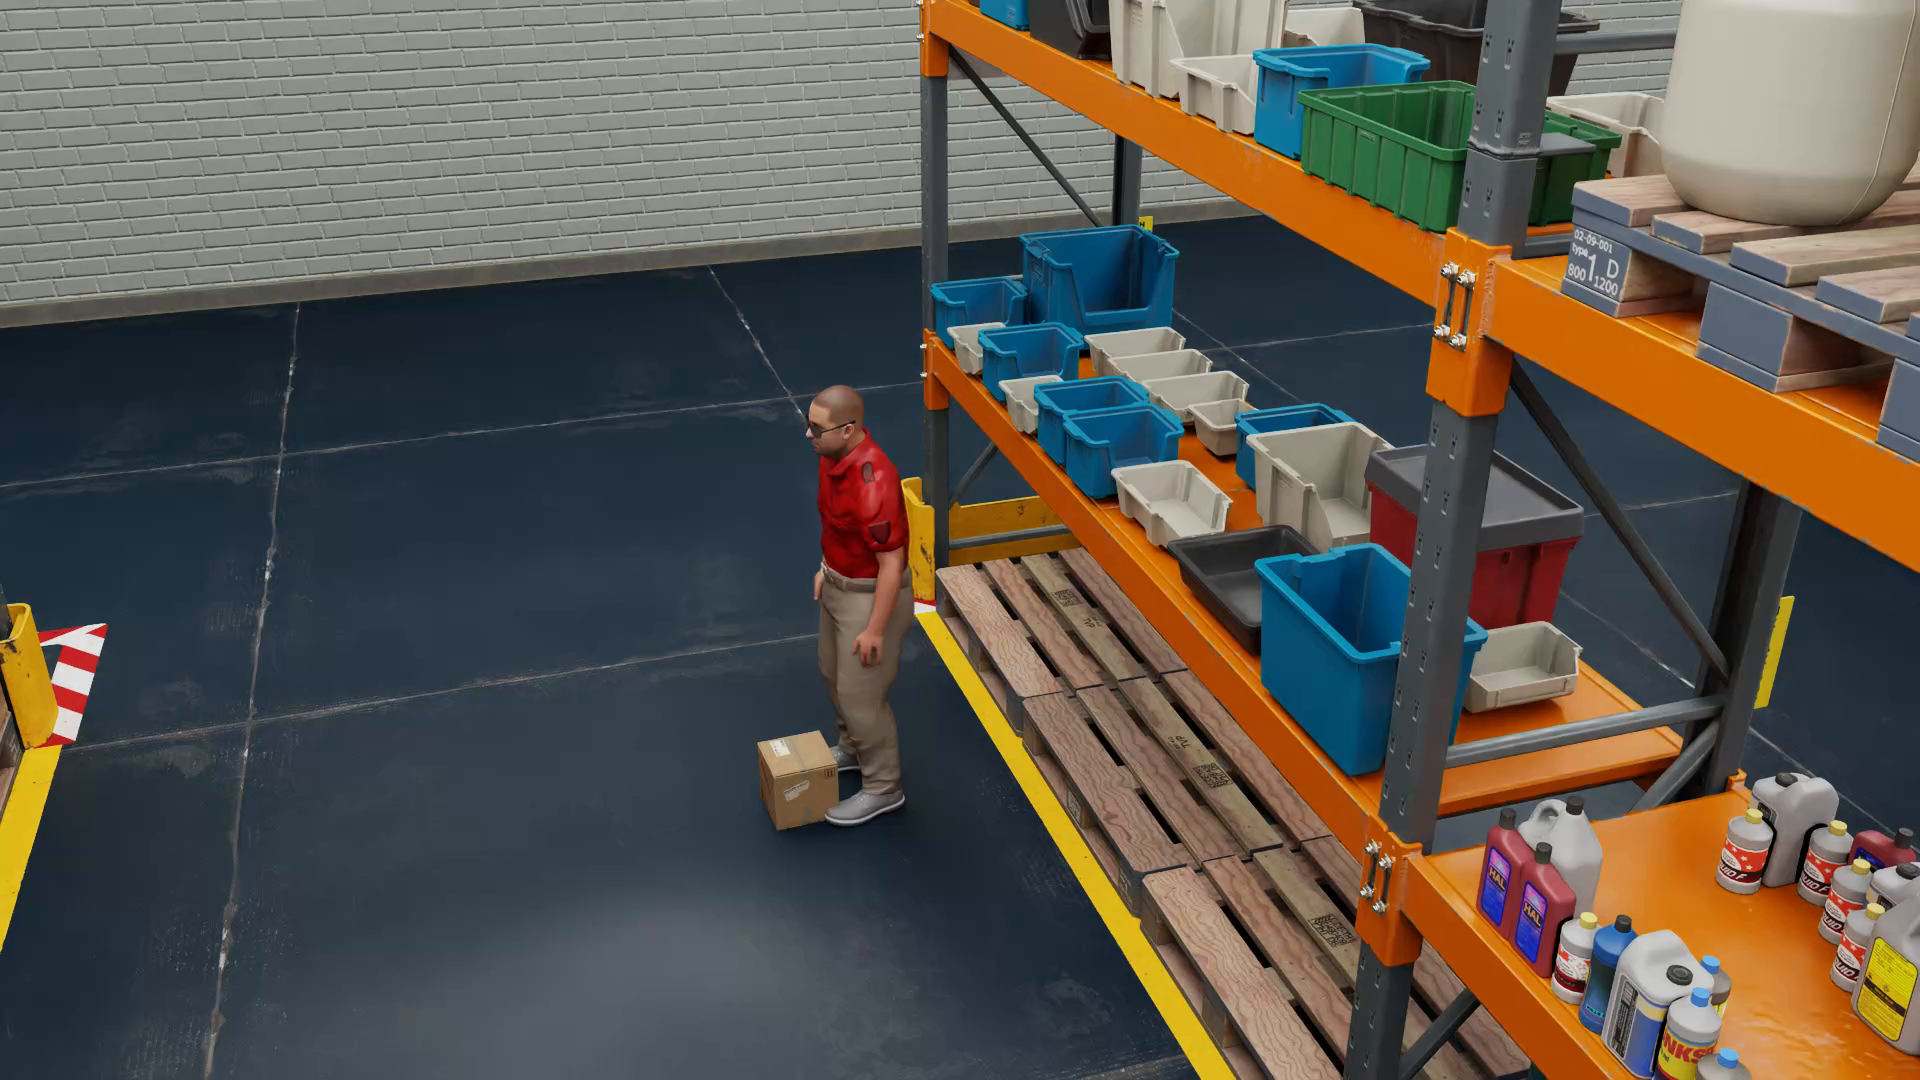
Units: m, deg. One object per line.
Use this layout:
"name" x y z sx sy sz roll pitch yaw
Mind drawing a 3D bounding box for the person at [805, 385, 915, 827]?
"person" -0.384 0.225 6.170 0.387 1.728 0.606 -10 28 -19
